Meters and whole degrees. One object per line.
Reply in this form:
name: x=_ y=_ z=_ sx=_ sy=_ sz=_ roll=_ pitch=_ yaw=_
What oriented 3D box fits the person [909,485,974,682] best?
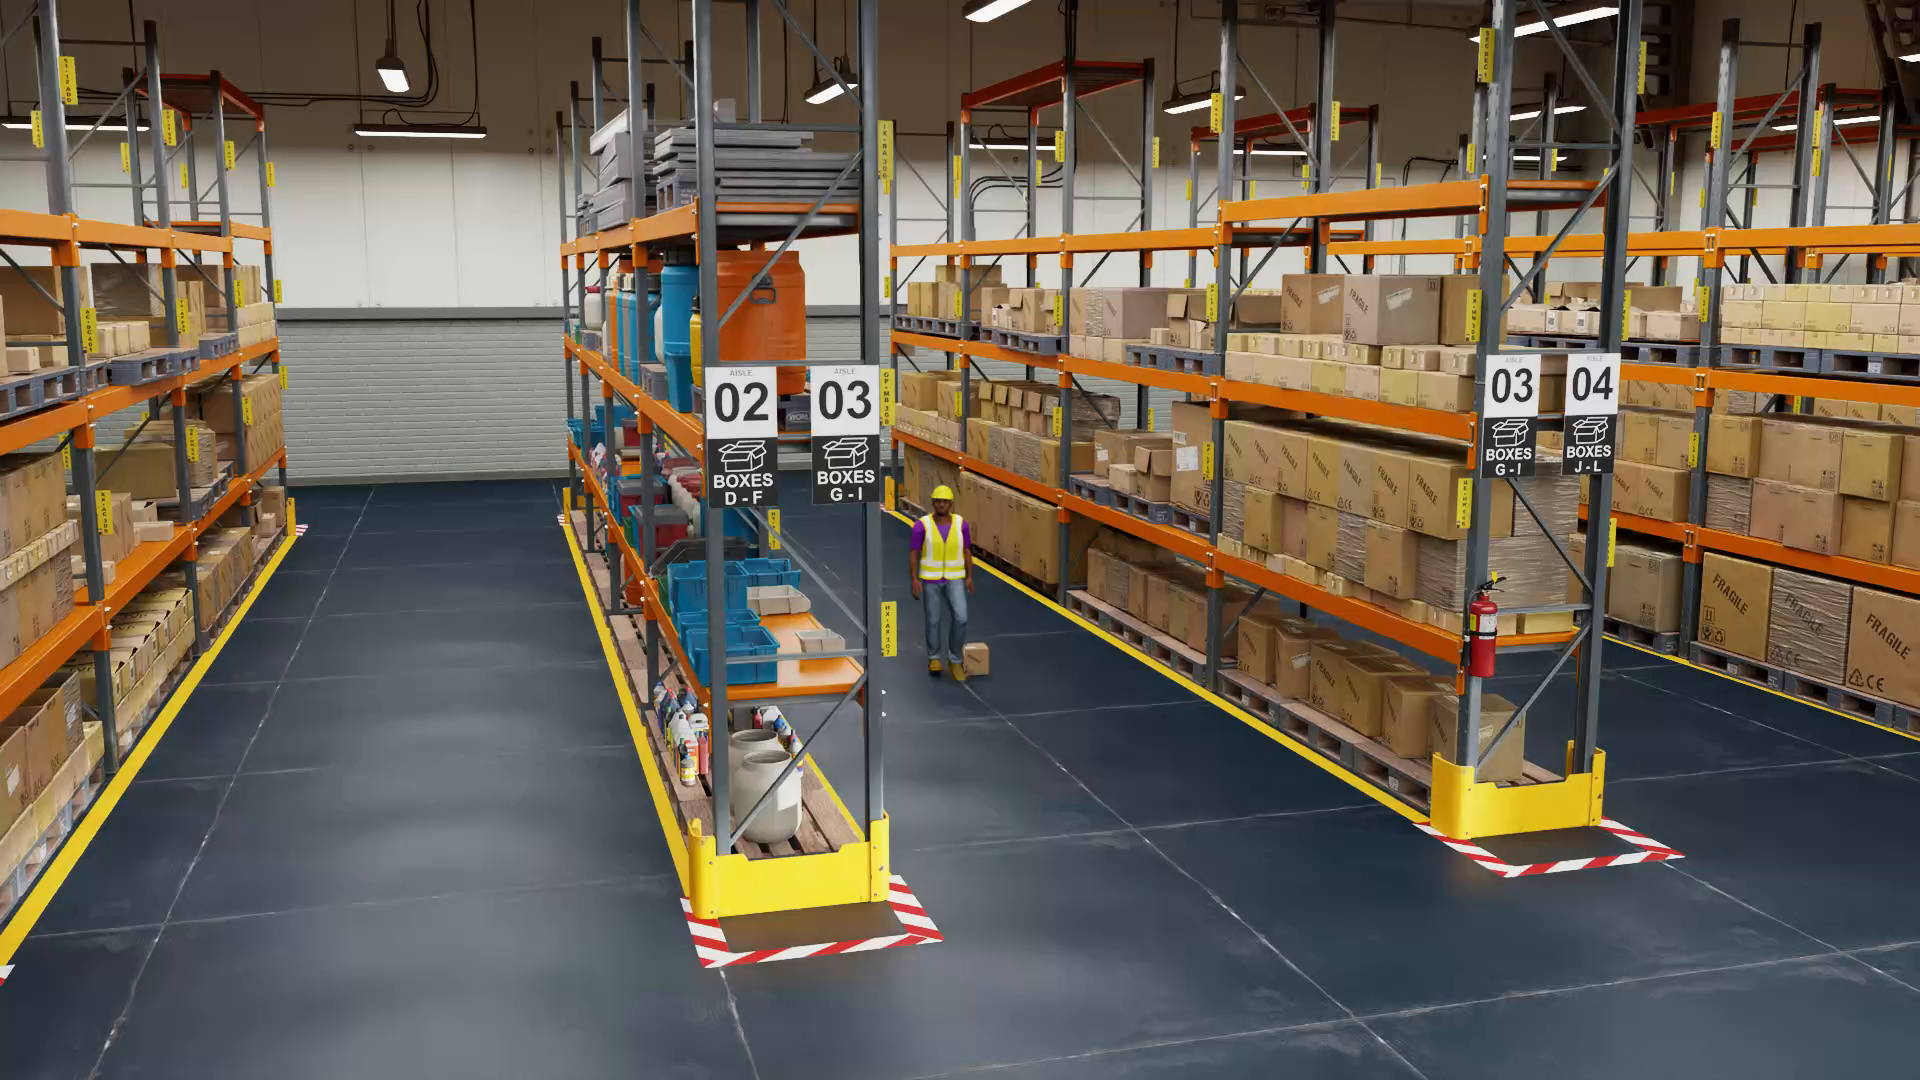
person: x=-0.164 y=0.402 z=15.358 sx=0.617 sy=1.823 sz=0.563 roll=-1 pitch=9 yaw=-6
